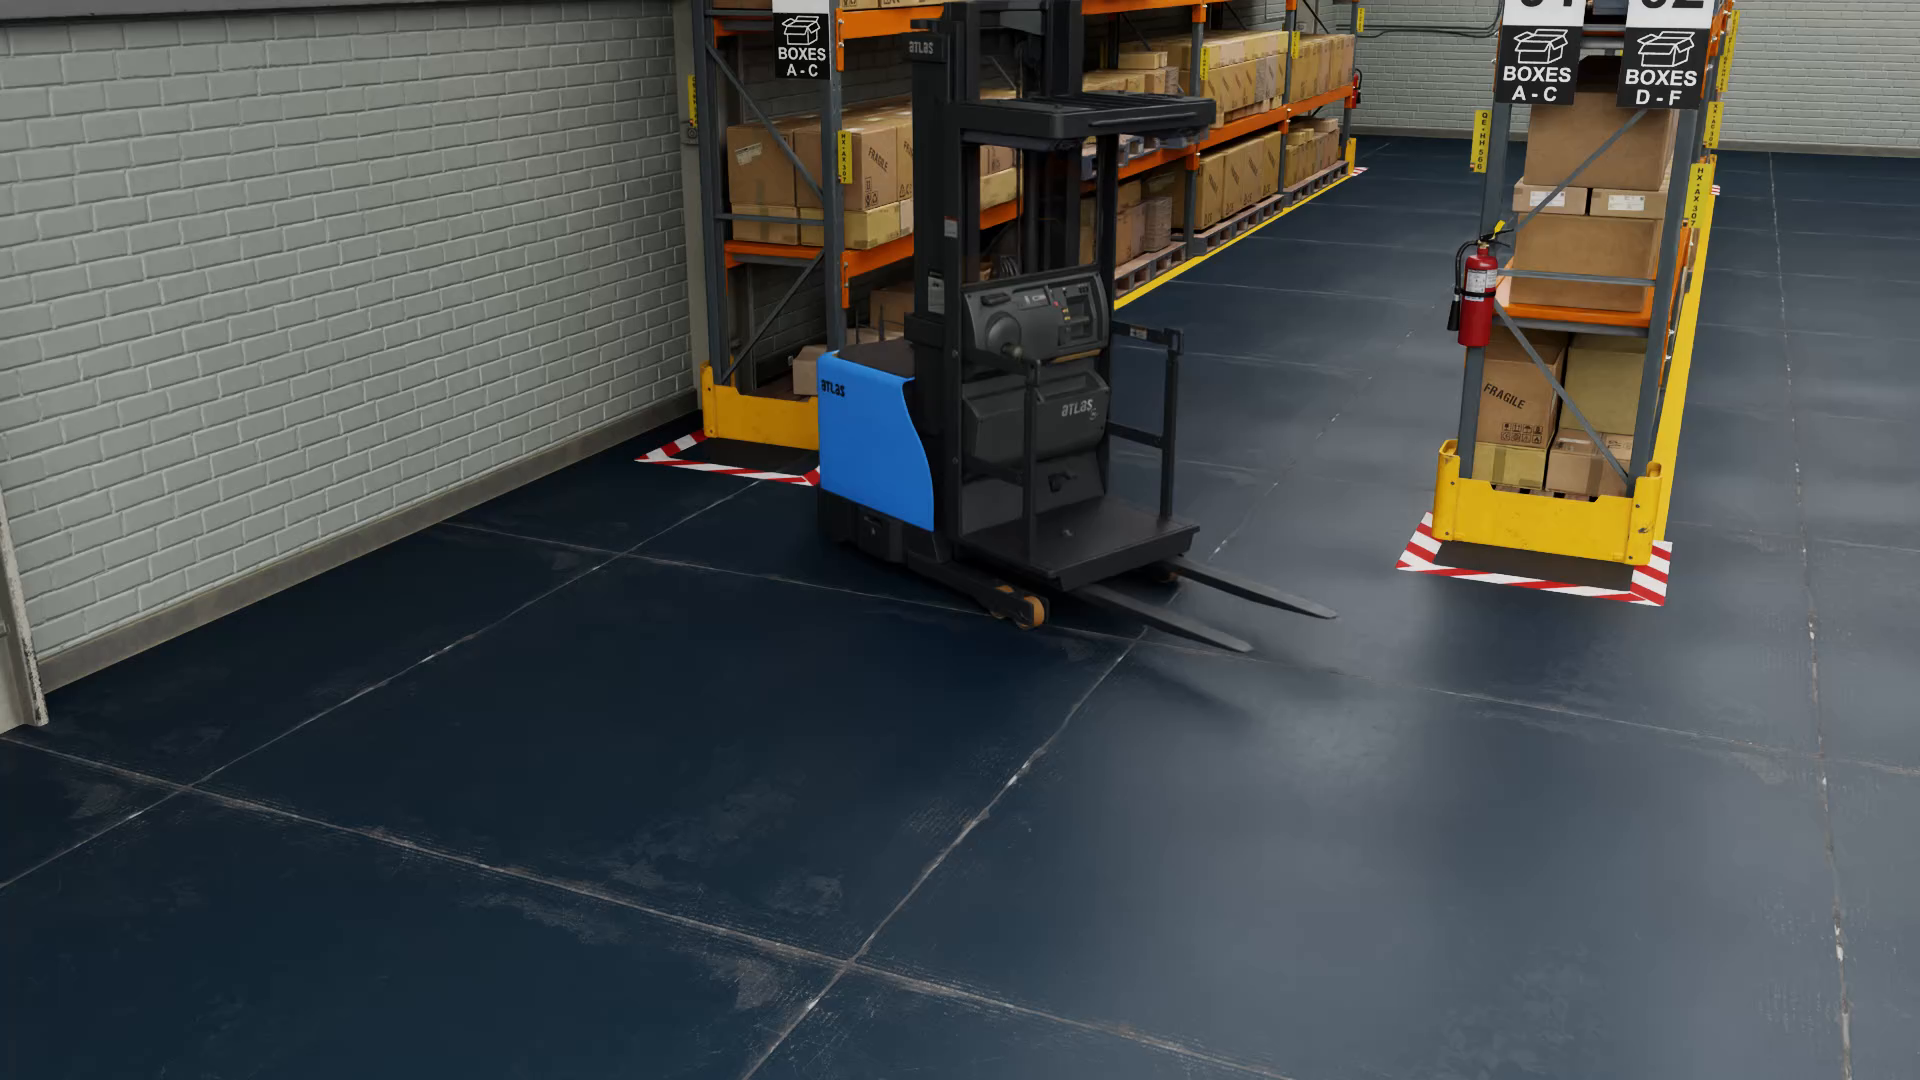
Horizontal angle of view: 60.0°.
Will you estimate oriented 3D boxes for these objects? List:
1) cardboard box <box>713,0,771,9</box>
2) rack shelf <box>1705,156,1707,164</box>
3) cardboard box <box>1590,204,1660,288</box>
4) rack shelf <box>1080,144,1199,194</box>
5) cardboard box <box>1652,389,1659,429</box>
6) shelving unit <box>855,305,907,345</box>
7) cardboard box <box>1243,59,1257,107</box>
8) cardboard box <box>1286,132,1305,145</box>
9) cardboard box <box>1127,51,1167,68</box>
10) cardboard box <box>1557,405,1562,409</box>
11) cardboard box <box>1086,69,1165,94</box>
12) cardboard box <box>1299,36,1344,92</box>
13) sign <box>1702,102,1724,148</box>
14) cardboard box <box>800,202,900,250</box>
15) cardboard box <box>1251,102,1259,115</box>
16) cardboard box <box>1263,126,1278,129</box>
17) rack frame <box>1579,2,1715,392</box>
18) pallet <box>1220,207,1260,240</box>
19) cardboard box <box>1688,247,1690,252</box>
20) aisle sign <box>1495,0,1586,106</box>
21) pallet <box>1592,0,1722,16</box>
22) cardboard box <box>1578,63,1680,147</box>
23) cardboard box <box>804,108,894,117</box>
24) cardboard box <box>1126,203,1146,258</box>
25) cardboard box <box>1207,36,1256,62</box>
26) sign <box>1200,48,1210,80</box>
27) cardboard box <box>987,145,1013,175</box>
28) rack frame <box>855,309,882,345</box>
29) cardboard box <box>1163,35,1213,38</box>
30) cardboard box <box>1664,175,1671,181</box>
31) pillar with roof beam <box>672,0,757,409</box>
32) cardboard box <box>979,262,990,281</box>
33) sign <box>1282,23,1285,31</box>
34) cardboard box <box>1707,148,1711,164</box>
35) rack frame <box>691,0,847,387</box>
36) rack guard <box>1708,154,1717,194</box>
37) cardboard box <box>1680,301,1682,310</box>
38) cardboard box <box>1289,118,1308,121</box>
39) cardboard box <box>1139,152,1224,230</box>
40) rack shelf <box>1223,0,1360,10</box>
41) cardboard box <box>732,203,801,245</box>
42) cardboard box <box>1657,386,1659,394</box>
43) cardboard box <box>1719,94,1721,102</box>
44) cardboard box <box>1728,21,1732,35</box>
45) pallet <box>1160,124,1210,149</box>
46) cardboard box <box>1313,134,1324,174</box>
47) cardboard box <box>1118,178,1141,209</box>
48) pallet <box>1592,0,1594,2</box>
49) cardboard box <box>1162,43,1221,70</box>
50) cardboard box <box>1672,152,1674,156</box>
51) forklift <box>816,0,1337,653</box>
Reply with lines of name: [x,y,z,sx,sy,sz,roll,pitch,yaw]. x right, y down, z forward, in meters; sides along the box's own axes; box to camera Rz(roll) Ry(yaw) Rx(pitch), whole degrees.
cardboard box: [-1.285,-3.717,10.787,0.500,0.500,0.500,10,22,27]
rack shelf: [7.391,-4.124,17.662,1.077,0.370,4.000,9,21,23]
cardboard box: [3.709,-1.755,9.778,0.700,0.500,0.500,9,22,24]
rack shelf: [1.232,-3.580,16.132,1.077,0.370,4.000,9,21,23]
cardboard box: [4.334,-0.900,11.000,0.500,0.250,0.500,9,21,23]
shelving unit: [-0.456,-0.763,9.821,0.189,1.200,0.258,-16,25,-38]
cardboard box: [3.116,-5.311,19.302,0.500,0.500,0.500,9,22,24]
cardboard box: [4.395,-5.373,22.236,0.380,0.149,0.250,9,22,25]
cardboard box: [1.937,-4.981,17.223,0.380,0.149,0.250,6,20,16]
cardboard box: [3.643,-0.820,10.776,0.500,0.250,0.500,9,21,23]
cardboard box: [1.663,-4.465,16.741,0.700,0.500,0.500,6,21,18]
cardboard box: [4.839,-6.736,23.485,0.980,0.700,0.700,8,21,22]
sign: [5.441,-2.998,12.013,0.100,0.325,0.005,9,21,23]
cardboard box: [-0.736,-2.129,11.172,0.500,0.250,0.500,8,21,21]
cardboard box: [3.364,-5.194,19.942,0.380,0.149,0.250,9,21,23]
cardboard box: [4.274,-5.595,22.861,0.380,0.149,0.250,9,21,23]
rack frame: [4.934,-2.629,12.384,1.000,3.000,0.127,9,21,23]
pallet: [2.943,-3.819,19.891,1.003,0.211,1.213,9,21,23]
cardboard box: [6.166,-2.511,14.691,0.500,0.311,0.500,8,21,22]
aisle sign: [3.001,-2.651,8.567,0.394,0.787,0.004,9,21,23]
pallet: [3.609,-2.990,9.056,1.003,0.211,1.213,9,21,23]
cardboard box: [4.346,-2.843,10.901,0.700,0.500,0.500,9,21,23]
cardboard box: [-0.803,-2.861,12.112,0.500,0.500,0.500,8,21,21]
cardboard box: [1.487,-3.191,17.038,0.700,0.500,0.500,9,21,23]
cardboard box: [3.096,-5.658,19.160,0.500,0.250,0.500,8,21,22]
sign: [2.550,-4.967,17.348,0.100,0.325,0.005,9,21,23]
cardboard box: [0.086,-3.107,12.802,0.500,0.500,0.500,8,21,21]
rack frame: [-0.526,-0.743,9.765,0.006,1.200,0.240,-16,25,-38]
cardboard box: [2.636,-5.724,19.346,0.500,0.250,0.500,8,21,21]
cardboard box: [3.862,-2.006,9.516,0.380,0.149,0.250,9,21,23]
pillar with roof beam: [2.200,-4.653,9.123,9.100,9.000,0.400,9,21,23]
cardboard box: [0.024,-2.014,13.730,0.500,0.500,0.500,7,21,19]
sign: [4.823,-7.499,24.668,0.100,0.325,0.005,9,21,23]
cardboard box: [9.850,-5.127,22.482,0.500,0.500,0.500,9,21,23]
rack frame: [-1.225,-2.085,10.854,1.000,3.000,0.127,9,21,23]
rack guard: [9.816,-5.096,23.052,1.175,0.500,0.348,9,21,23]
cardboard box: [5.954,-2.091,14.347,0.500,0.250,0.500,9,21,24]
cardboard box: [4.793,-5.984,23.955,0.380,0.149,0.250,9,21,23]
cardboard box: [2.472,-3.922,18.602,0.750,0.750,0.750,8,21,22]
rack shelf: [4.508,-7.439,22.506,1.077,0.370,4.000,9,21,23]
cardboard box: [-1.211,-2.193,11.352,0.500,0.250,0.500,9,21,23]
cardboard box: [4.335,-1.253,10.874,0.500,0.500,0.500,9,21,23]
cardboard box: [9.703,-6.011,21.745,0.500,0.500,0.500,9,21,23]
cardboard box: [9.502,-6.328,21.144,0.500,0.500,0.500,9,22,24]
pallet: [1.856,-4.207,17.109,1.213,0.211,1.003,9,21,23]
cardboard box: [4.721,-5.461,23.452,0.700,0.500,0.500,8,21,21]
cardboard box: [1.513,-3.520,16.845,0.500,0.250,0.500,9,21,24]
pallet: [5.283,-4.223,12.677,0.805,0.209,1.217,8,21,21]
cardboard box: [2.484,-5.192,17.850,0.500,0.250,0.500,9,22,24]
cardboard box: [4.390,-2.399,10.622,0.380,0.149,0.250,9,22,24]
forklift: [0.535,-1.128,8.266,1.130,2.935,3.031,-16,25,-38]
